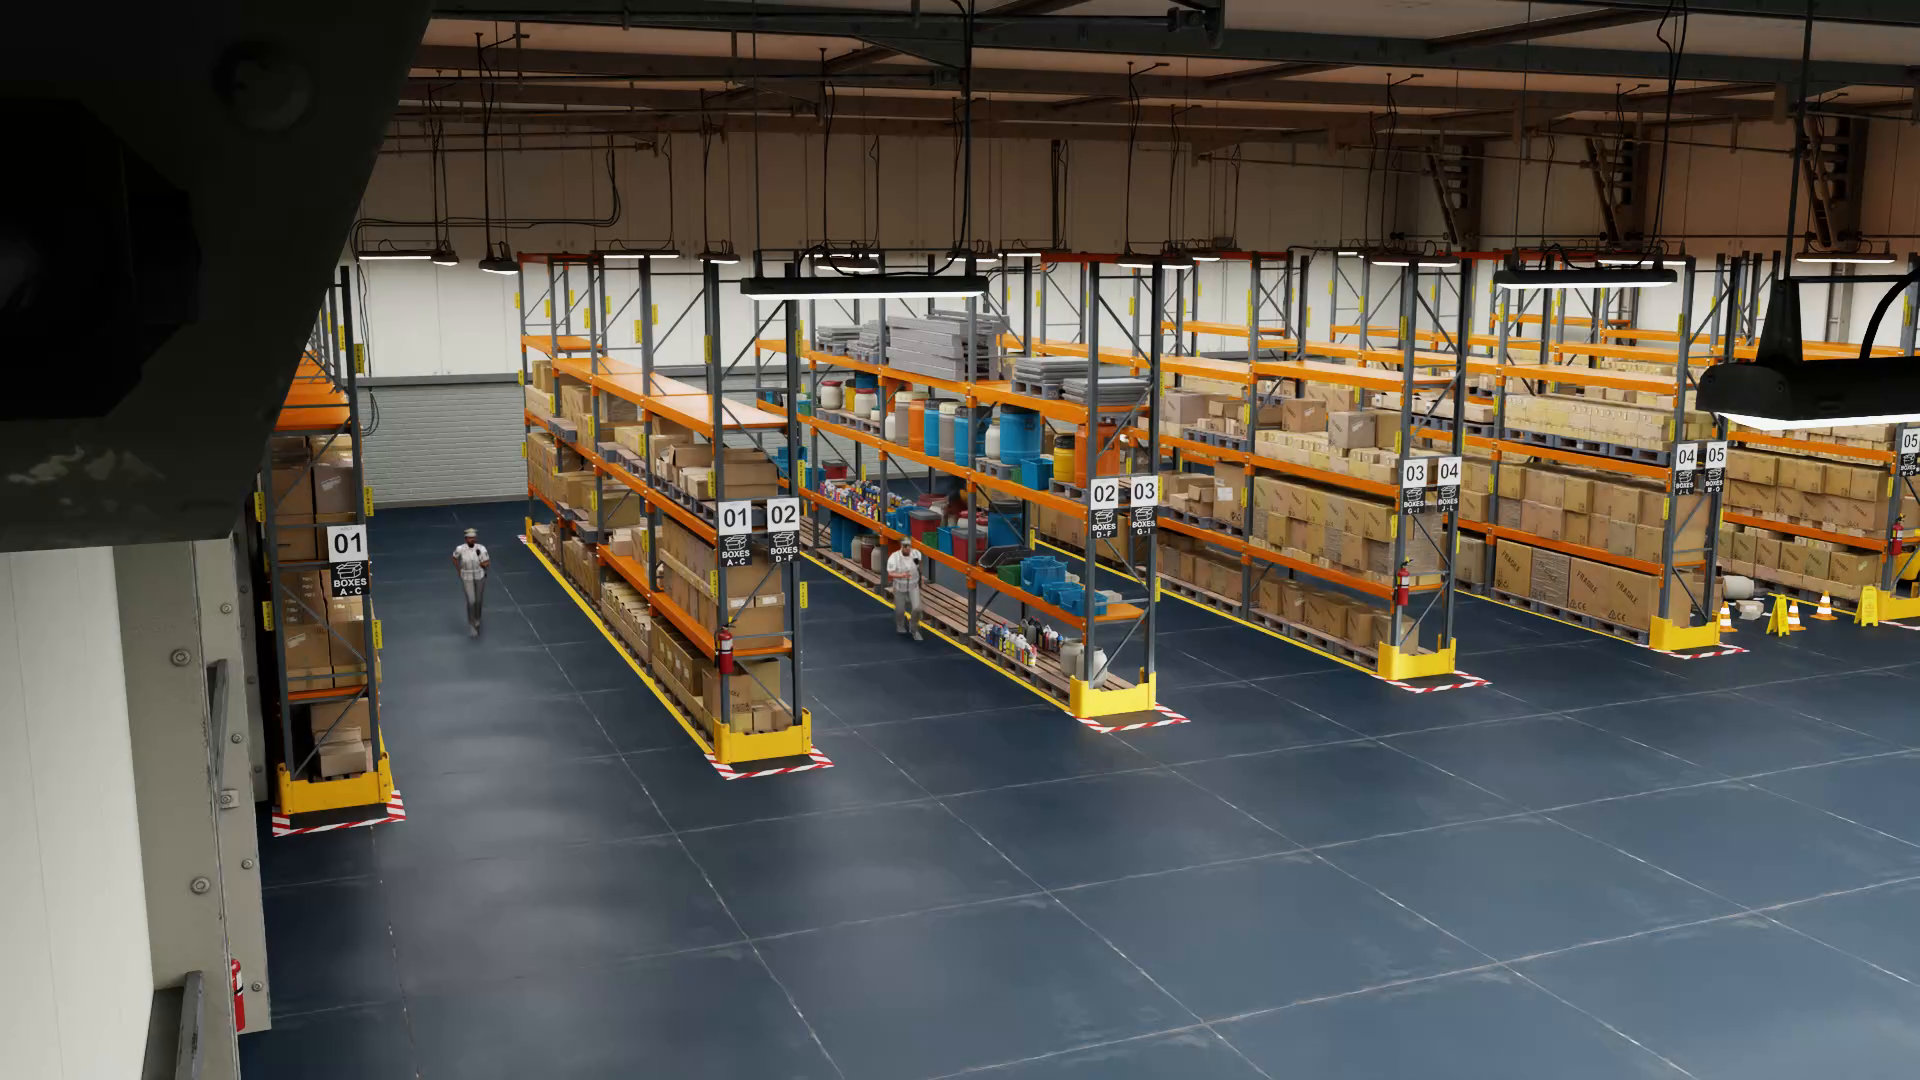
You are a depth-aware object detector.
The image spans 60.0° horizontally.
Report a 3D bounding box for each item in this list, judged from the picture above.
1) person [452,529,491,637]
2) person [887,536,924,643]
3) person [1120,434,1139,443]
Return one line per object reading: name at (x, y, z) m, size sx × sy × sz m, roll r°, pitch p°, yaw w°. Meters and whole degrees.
person at (-7.835, 0.652, 26.743) m, size 0.582 × 1.736 × 0.745 m, roll -4°, pitch 11°, yaw -22°
person at (-0.860, 0.749, 26.227) m, size 0.597 × 1.725 × 0.956 m, roll -2°, pitch 10°, yaw -9°
person at (4.095, -1.936, 40.818) m, size 0.667 × 1.838 × 0.710 m, roll 2°, pitch 11°, yaw 13°
